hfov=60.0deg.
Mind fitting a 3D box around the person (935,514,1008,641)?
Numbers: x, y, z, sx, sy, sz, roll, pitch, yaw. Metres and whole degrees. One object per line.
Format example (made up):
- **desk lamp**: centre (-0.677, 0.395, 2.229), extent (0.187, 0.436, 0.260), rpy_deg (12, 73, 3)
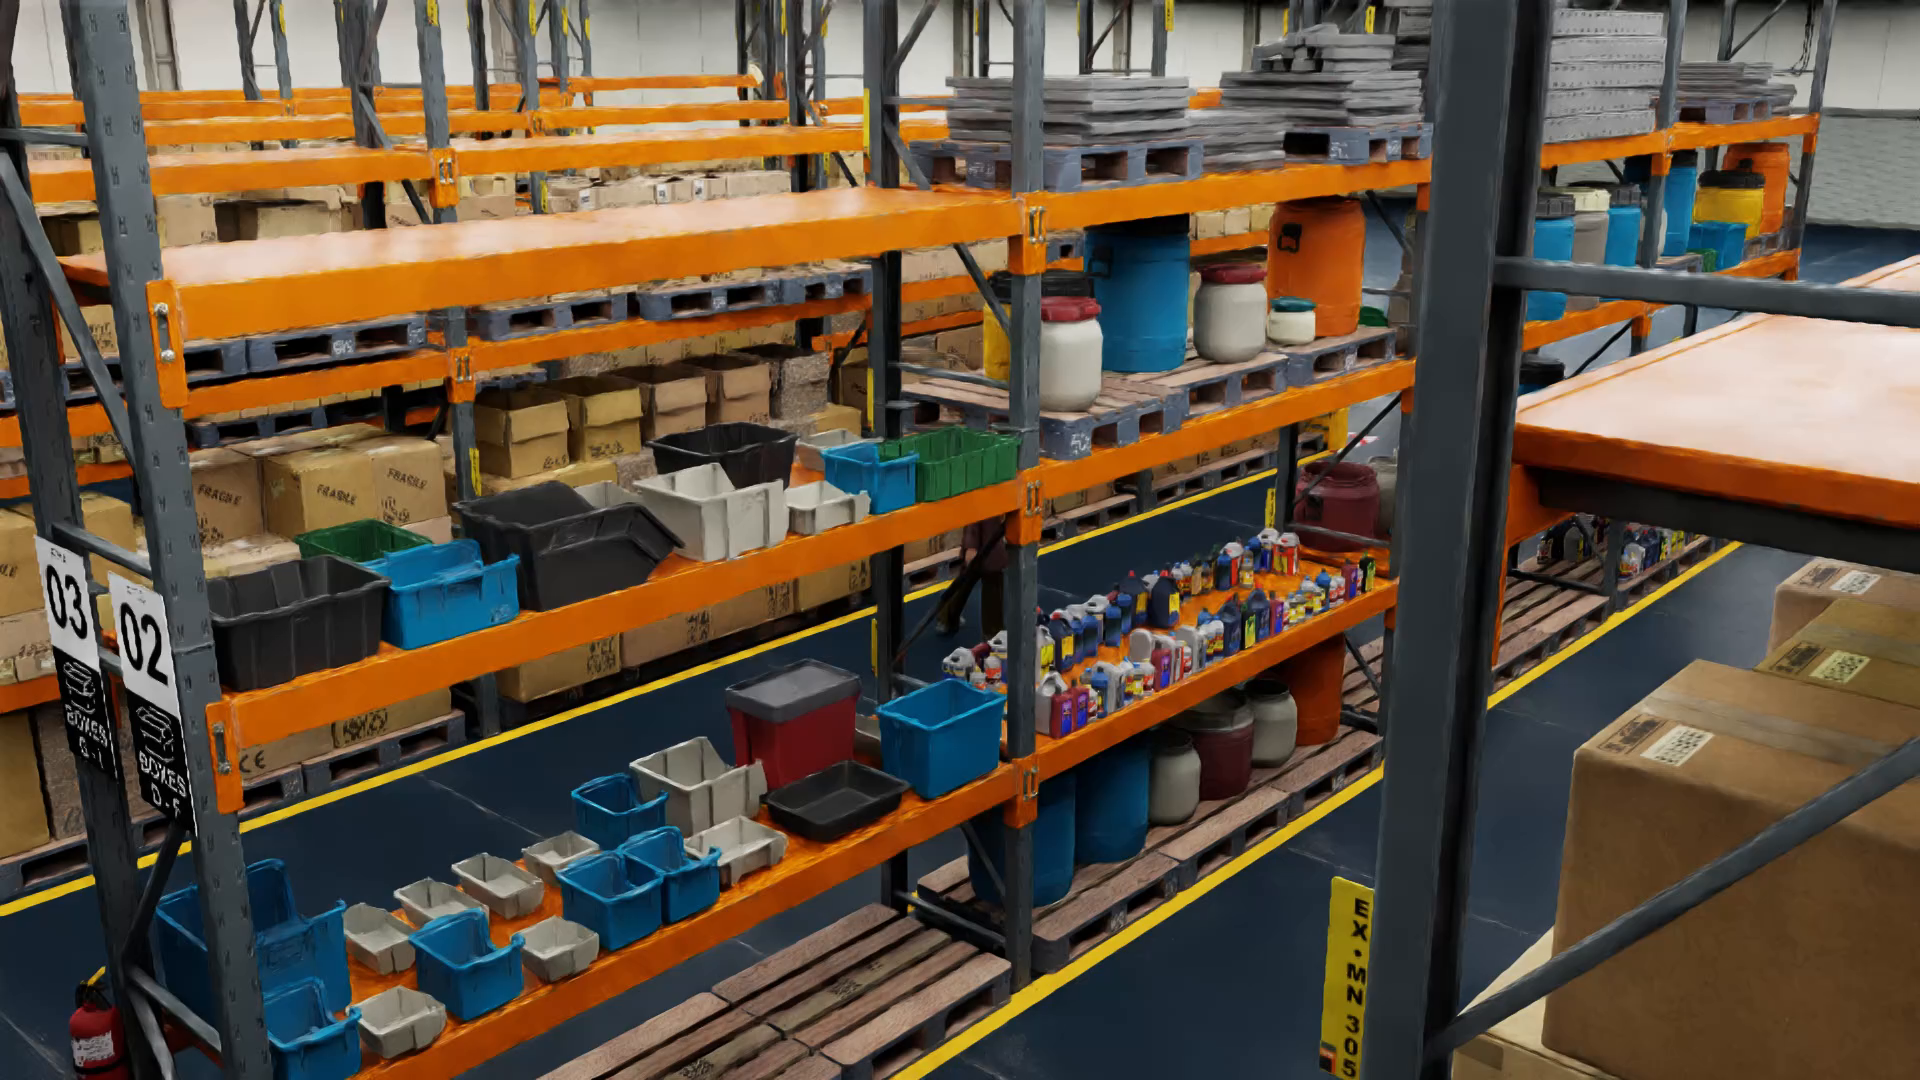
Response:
- **person**: centre (0.155, -0.010, 13.607), extent (0.729, 1.771, 0.689), rpy_deg (1, 17, 3)
